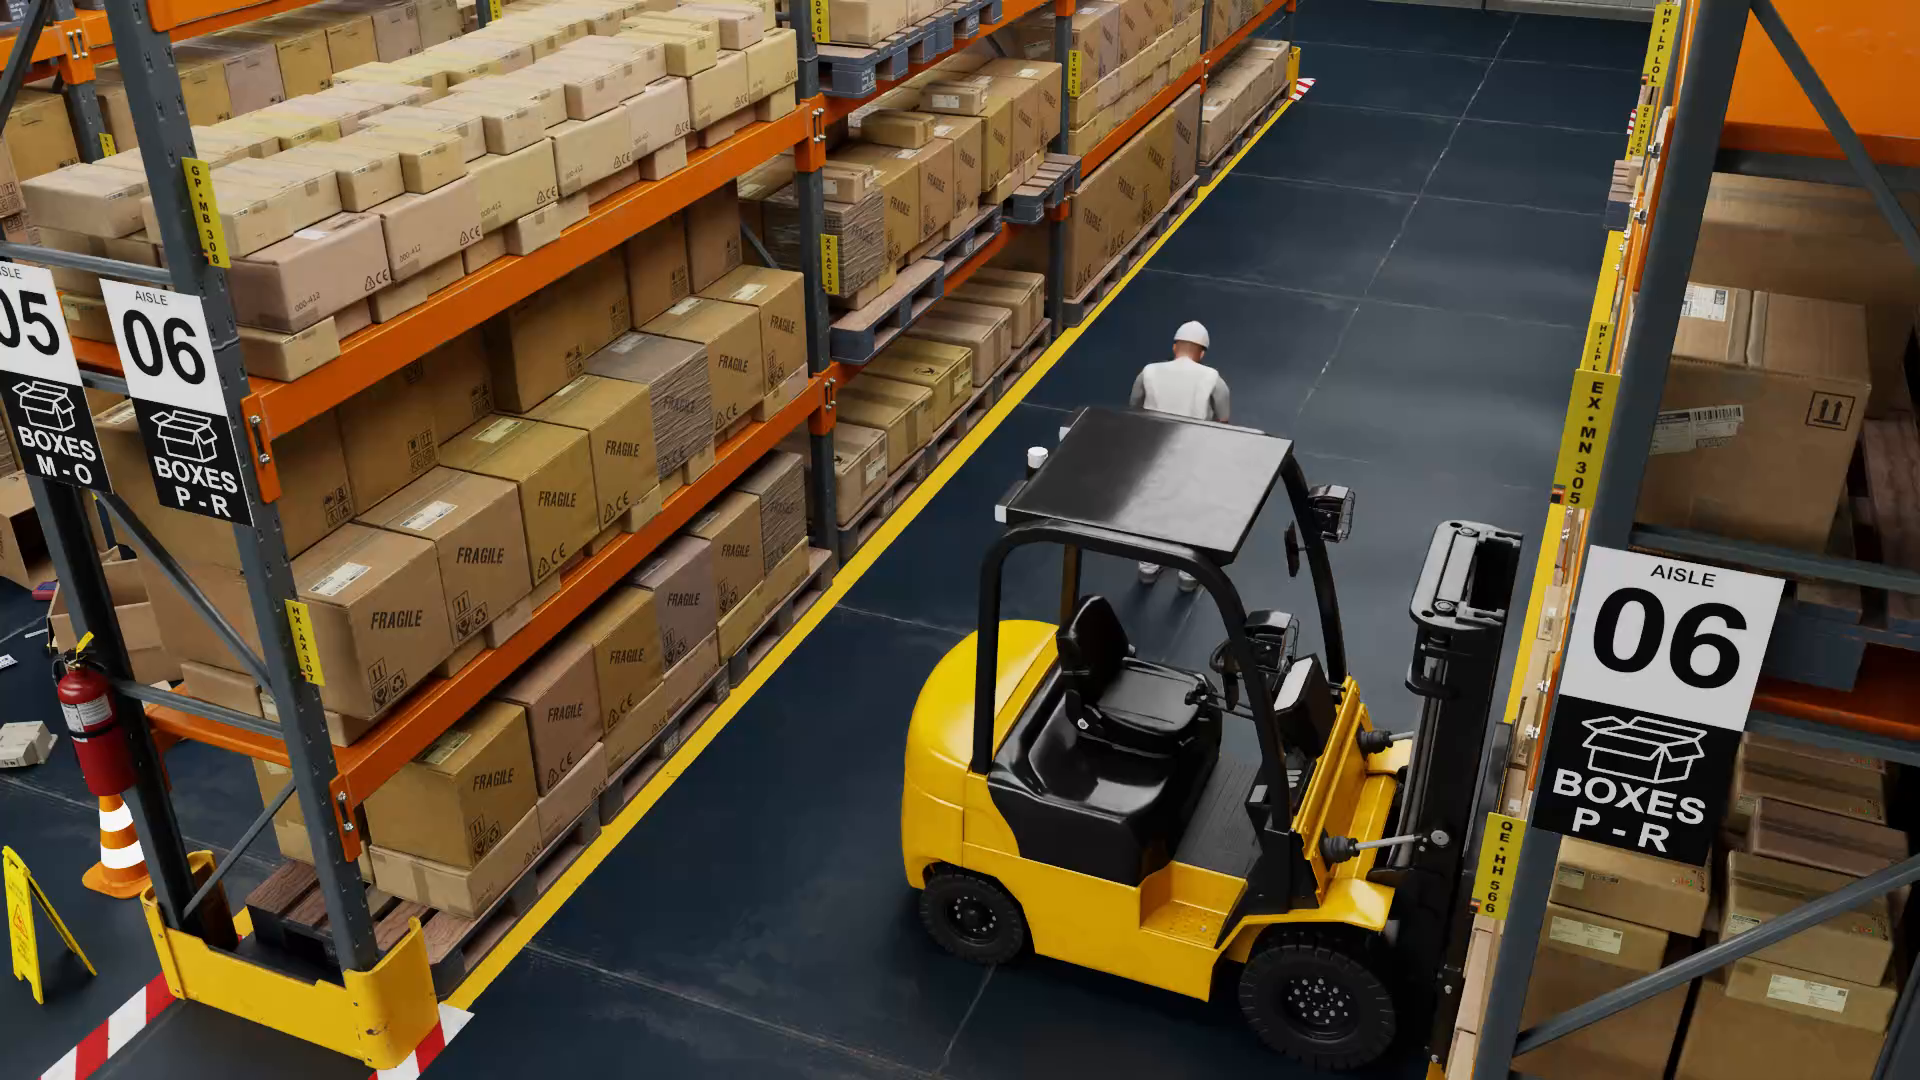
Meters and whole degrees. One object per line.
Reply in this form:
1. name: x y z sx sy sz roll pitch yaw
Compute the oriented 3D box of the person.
1. person: 1.225 -0.466 9.500 0.581 1.500 0.711 11 31 19
